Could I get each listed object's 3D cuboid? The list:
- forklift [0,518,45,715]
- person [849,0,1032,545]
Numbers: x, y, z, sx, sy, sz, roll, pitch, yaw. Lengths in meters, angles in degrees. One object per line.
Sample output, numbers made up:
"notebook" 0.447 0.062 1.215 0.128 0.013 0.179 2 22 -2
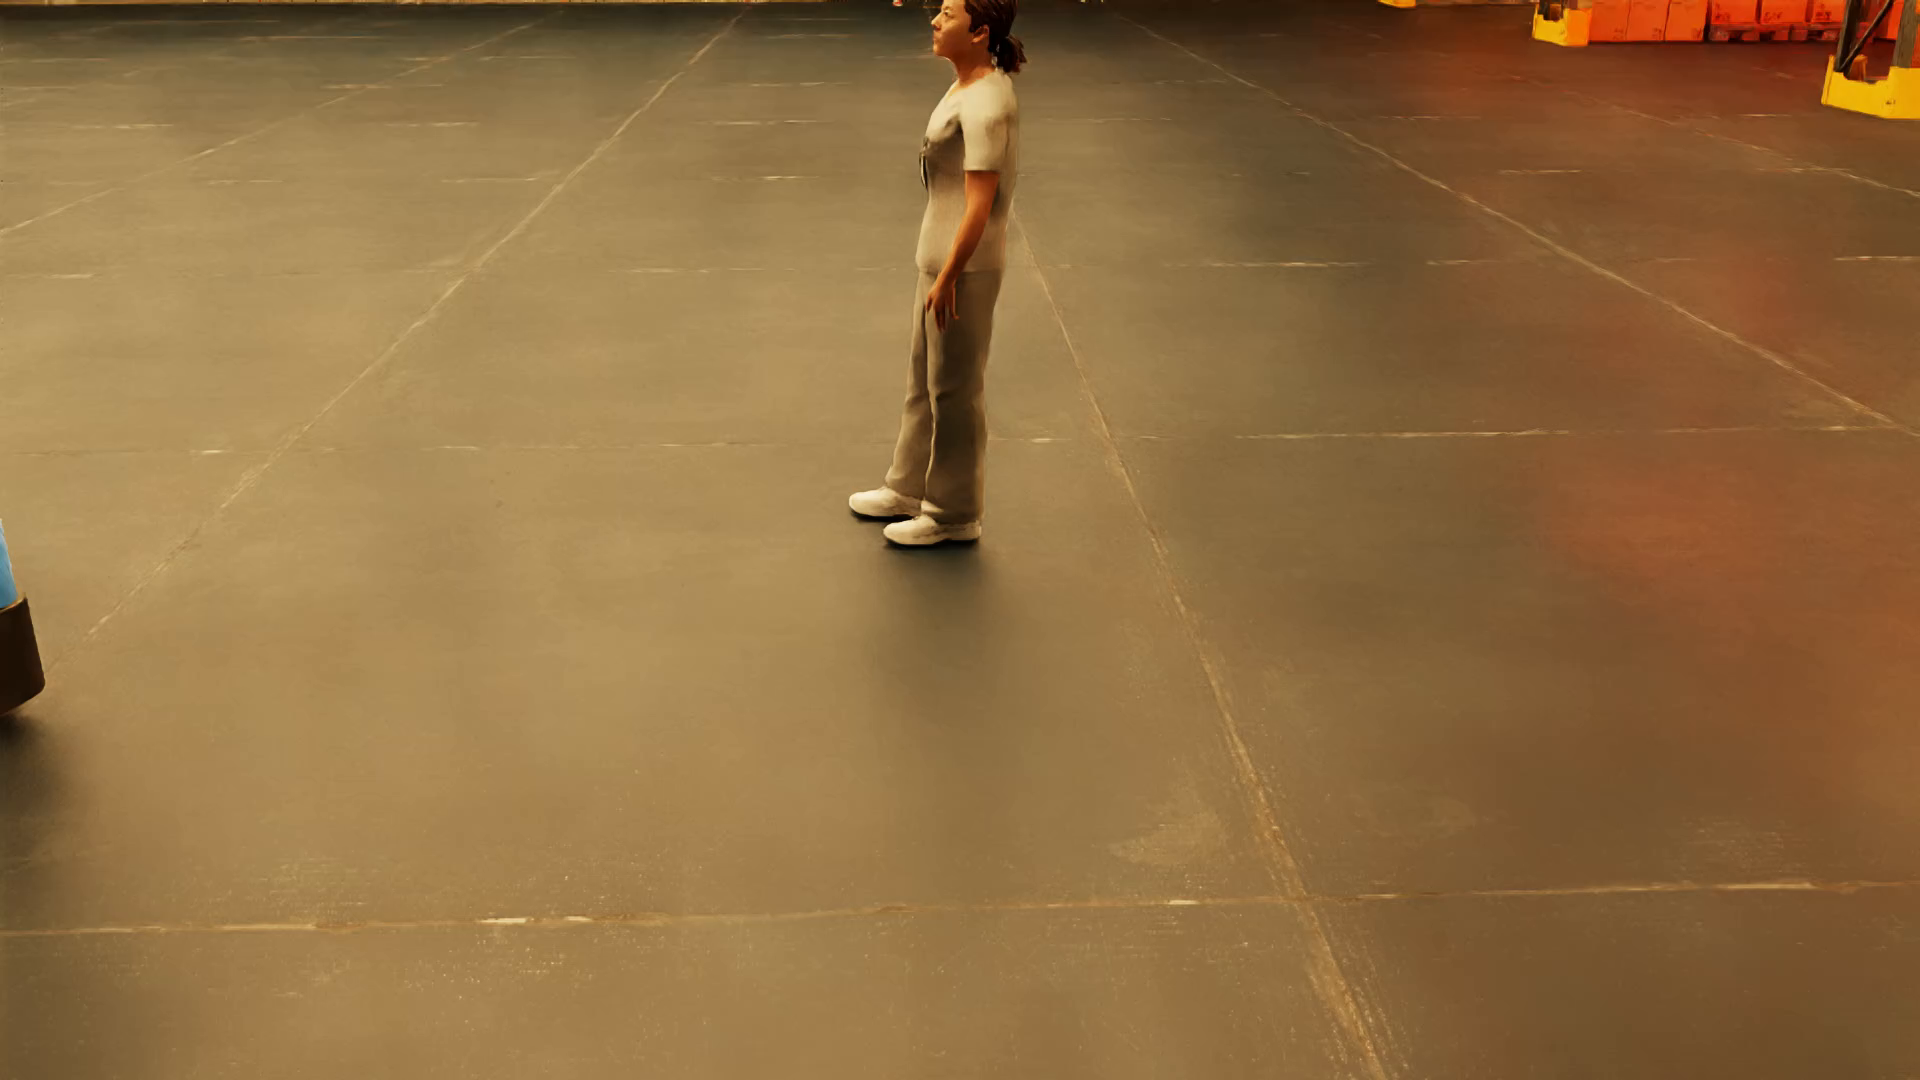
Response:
"forklift" -3.805 -0.934 3.540 3.031 2.935 1.130 6 22 16
"person" -0.074 -0.790 4.873 0.548 1.674 0.550 -1 21 -3
